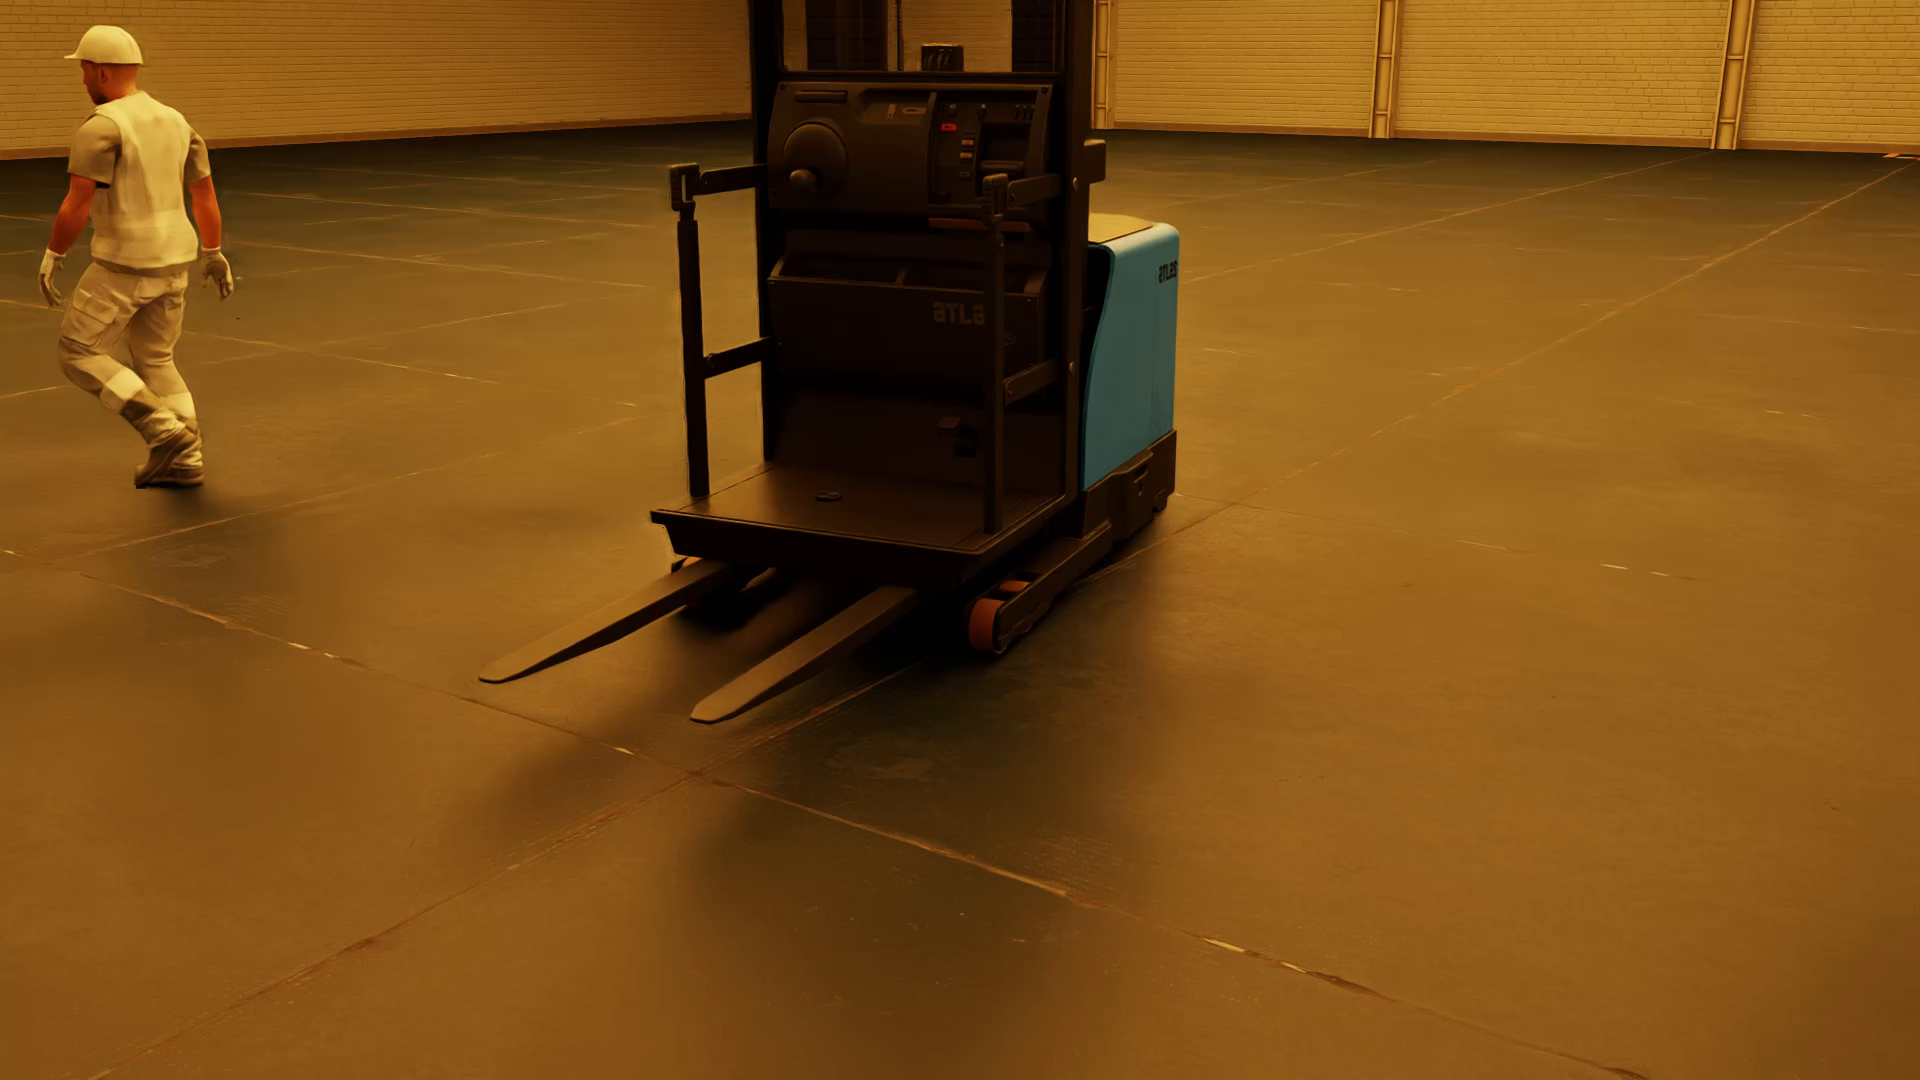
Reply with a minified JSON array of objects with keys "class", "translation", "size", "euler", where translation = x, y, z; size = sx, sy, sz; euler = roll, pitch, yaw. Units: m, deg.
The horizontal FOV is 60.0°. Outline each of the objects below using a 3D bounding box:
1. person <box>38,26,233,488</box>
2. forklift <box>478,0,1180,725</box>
[{"class":"person","translation":[-3.174,-1.057,6.404],"size":[0.485,1.766,0.726],"euler":[3,17,11]},{"class":"forklift","translation":[-0.248,-1.210,4.879],"size":[1.130,2.935,3.031],"euler":[7,18,23]}]
